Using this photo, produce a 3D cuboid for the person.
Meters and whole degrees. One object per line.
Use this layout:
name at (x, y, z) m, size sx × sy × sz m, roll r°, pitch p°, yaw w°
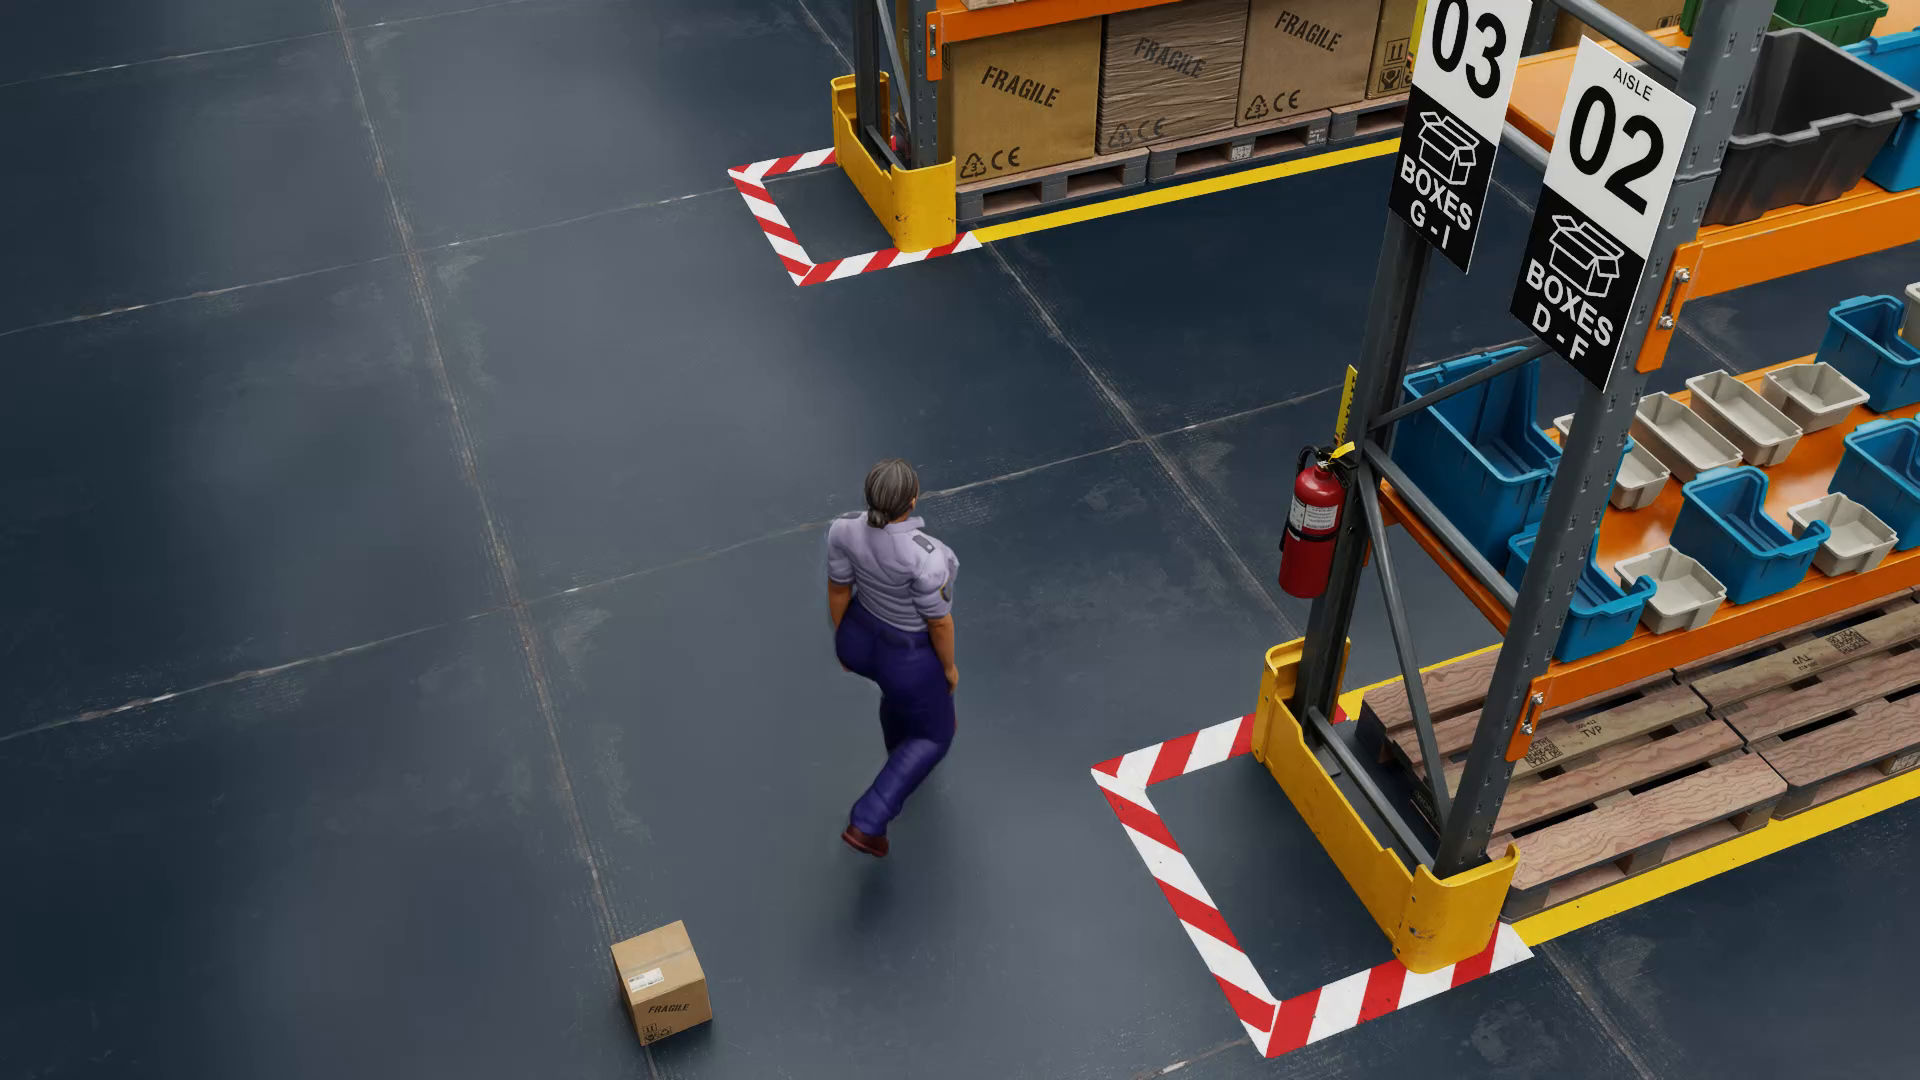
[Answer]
person at (-0.249, 0.390, 5.721) m, size 0.473 × 1.615 × 0.807 m, roll 26°, pitch 48°, yaw 26°
